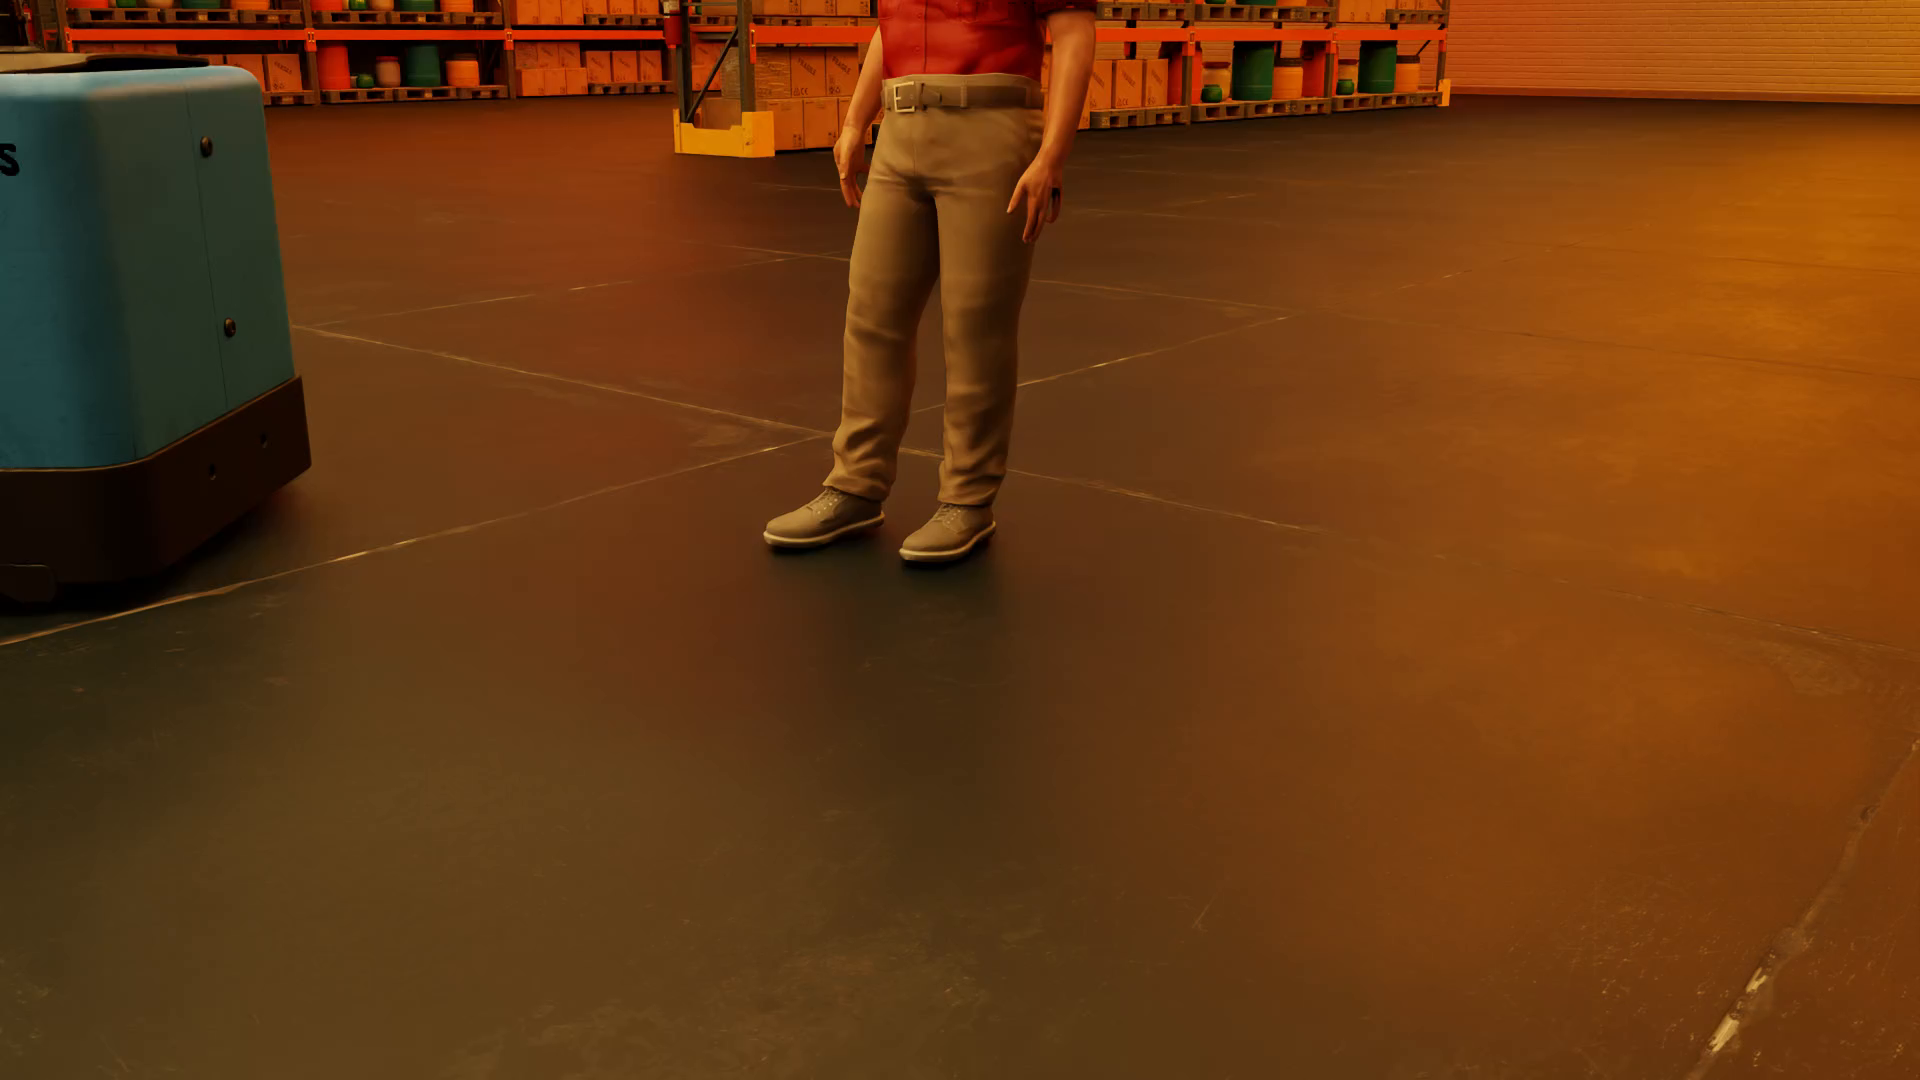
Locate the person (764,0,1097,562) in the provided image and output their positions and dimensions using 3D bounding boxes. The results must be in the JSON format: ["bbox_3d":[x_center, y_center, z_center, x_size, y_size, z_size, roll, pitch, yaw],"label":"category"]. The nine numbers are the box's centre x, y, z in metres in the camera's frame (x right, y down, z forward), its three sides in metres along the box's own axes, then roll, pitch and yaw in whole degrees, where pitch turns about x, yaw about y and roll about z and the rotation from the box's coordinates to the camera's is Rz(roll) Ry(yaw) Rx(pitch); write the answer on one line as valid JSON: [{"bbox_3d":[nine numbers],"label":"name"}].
[{"bbox_3d":[-0.066,-0.816,3.629,0.642,1.727,0.550,13,21,37],"label":"person"}]

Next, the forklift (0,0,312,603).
[{"bbox_3d":[-3.191,-1.389,3.472,3.031,2.935,1.130,0,17,-1],"label":"forklift"}]
